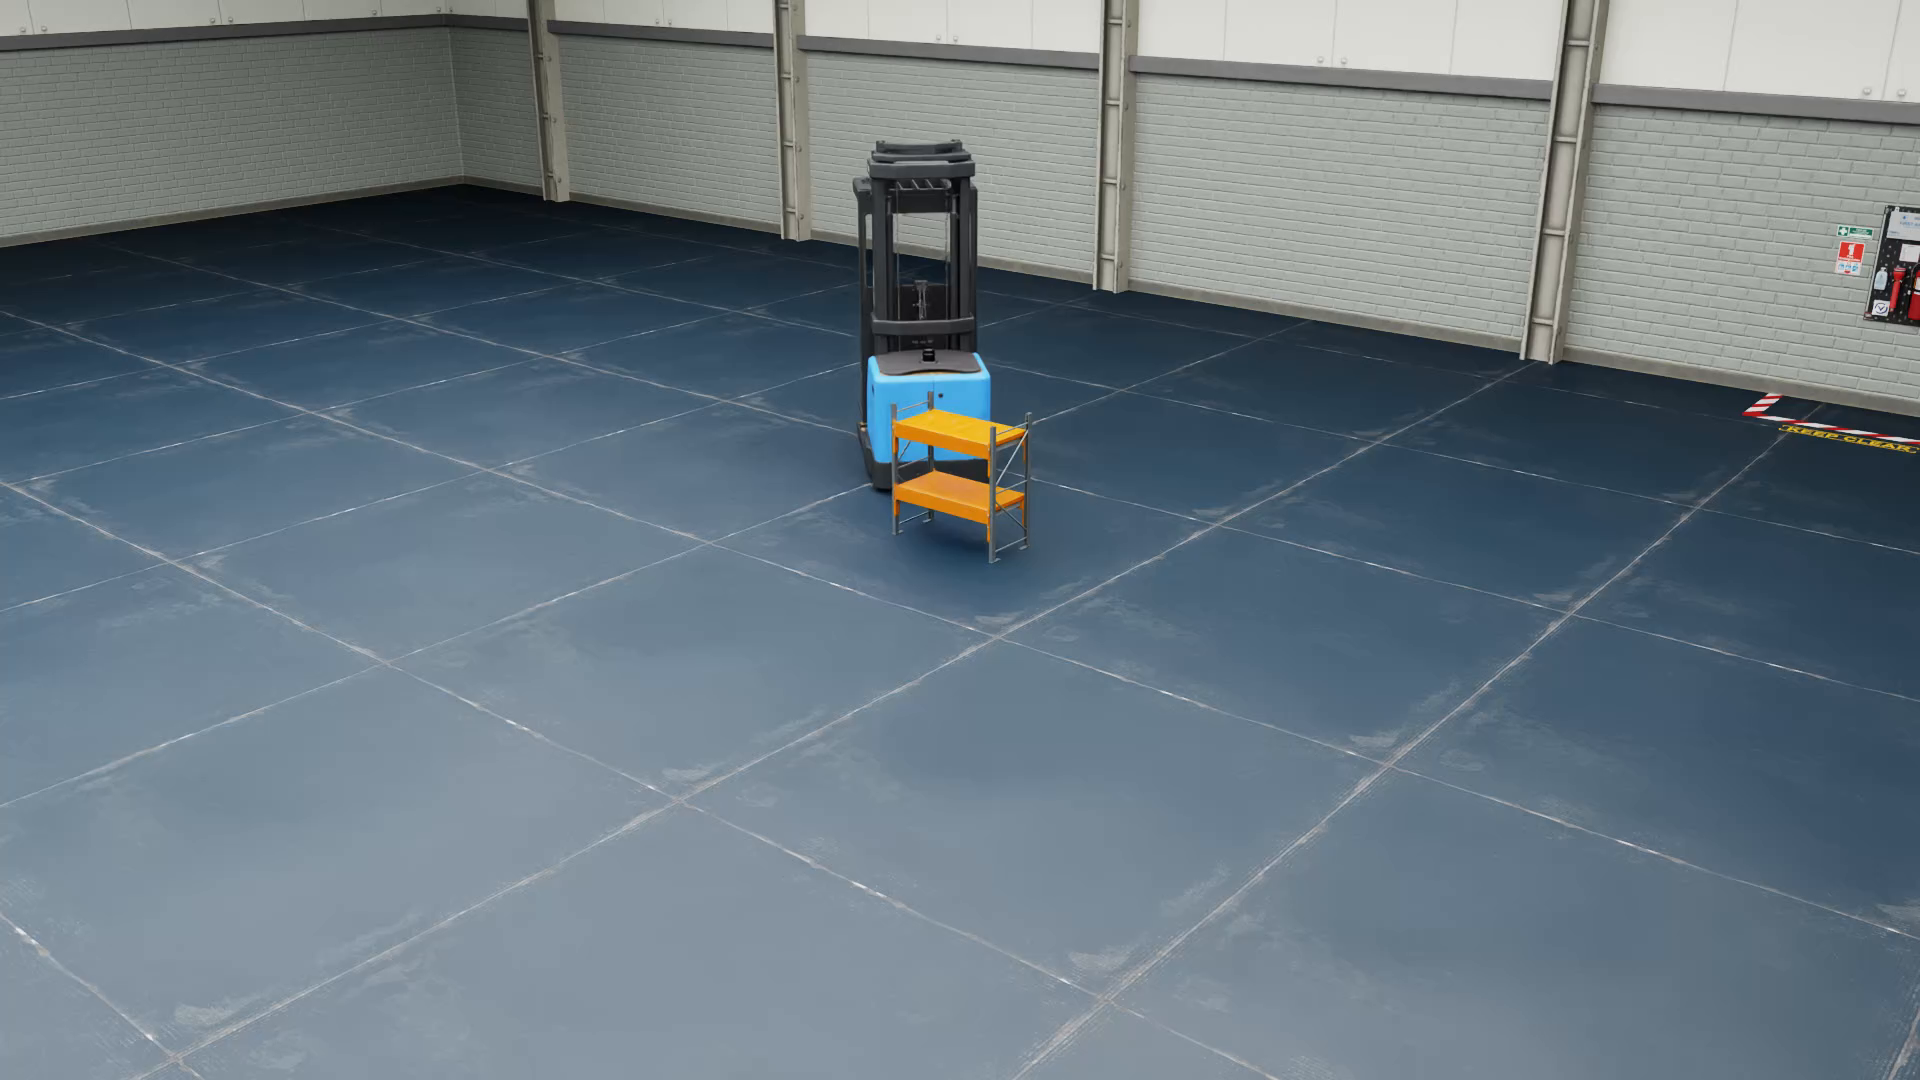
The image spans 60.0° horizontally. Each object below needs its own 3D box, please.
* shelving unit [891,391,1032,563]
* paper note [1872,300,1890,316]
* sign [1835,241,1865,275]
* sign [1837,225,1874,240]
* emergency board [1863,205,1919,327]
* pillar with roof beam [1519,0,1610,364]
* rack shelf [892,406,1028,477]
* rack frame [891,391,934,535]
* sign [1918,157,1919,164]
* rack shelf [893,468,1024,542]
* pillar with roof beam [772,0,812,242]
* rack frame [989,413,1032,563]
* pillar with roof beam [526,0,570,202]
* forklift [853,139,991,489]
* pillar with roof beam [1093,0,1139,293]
[{"bbox_3d":[0.005,-0.525,13.466,1.048,1.125,0.538,16,26,36],"label":"shelving unit"},{"bbox_3d":[9.377,-2.362,16.930,0.142,0.148,0.016,16,26,36],"label":"paper note"},{"bbox_3d":[9.107,-2.884,17.015,0.234,0.329,0.001,16,26,36],"label":"sign"},{"bbox_3d":[9.105,-3.129,16.913,0.331,0.109,0.001,16,26,36],"label":"sign"},{"bbox_3d":[9.470,-2.716,16.620,0.643,1.169,0.194,16,26,36],"label":"emergency board"},{"bbox_3d":[3.990,-5.123,14.501,0.400,9.000,9.100,16,26,36],"label":"pillar with roof beam"},{"bbox_3d":[0.005,-0.799,13.362,1.000,0.278,0.538,16,26,36],"label":"rack shelf"},{"bbox_3d":[-0.389,-0.638,13.766,0.032,1.125,0.500,16,26,36],"label":"rack frame"},{"bbox_3d":[9.527,-3.830,16.288,0.199,0.298,0.001,16,26,36],"label":"sign"},{"bbox_3d":[0.005,-0.296,13.552,1.000,0.278,0.538,16,26,36],"label":"rack shelf"},{"bbox_3d":[-5.306,-7.801,21.600,0.400,9.000,9.100,16,26,36],"label":"pillar with roof beam"},{"bbox_3d":[0.399,-0.411,13.165,0.032,1.125,0.500,16,26,36],"label":"rack frame"},{"bbox_3d":[-9.955,-9.139,25.150,0.400,9.000,9.100,16,26,36],"label":"pillar with roof beam"},{"bbox_3d":[-0.415,-2.303,15.621,1.130,2.935,3.031,-3,21,-7],"label":"forklift"},{"bbox_3d":[-0.658,-6.462,18.050,0.400,9.000,9.100,16,26,36],"label":"pillar with roof beam"}]
